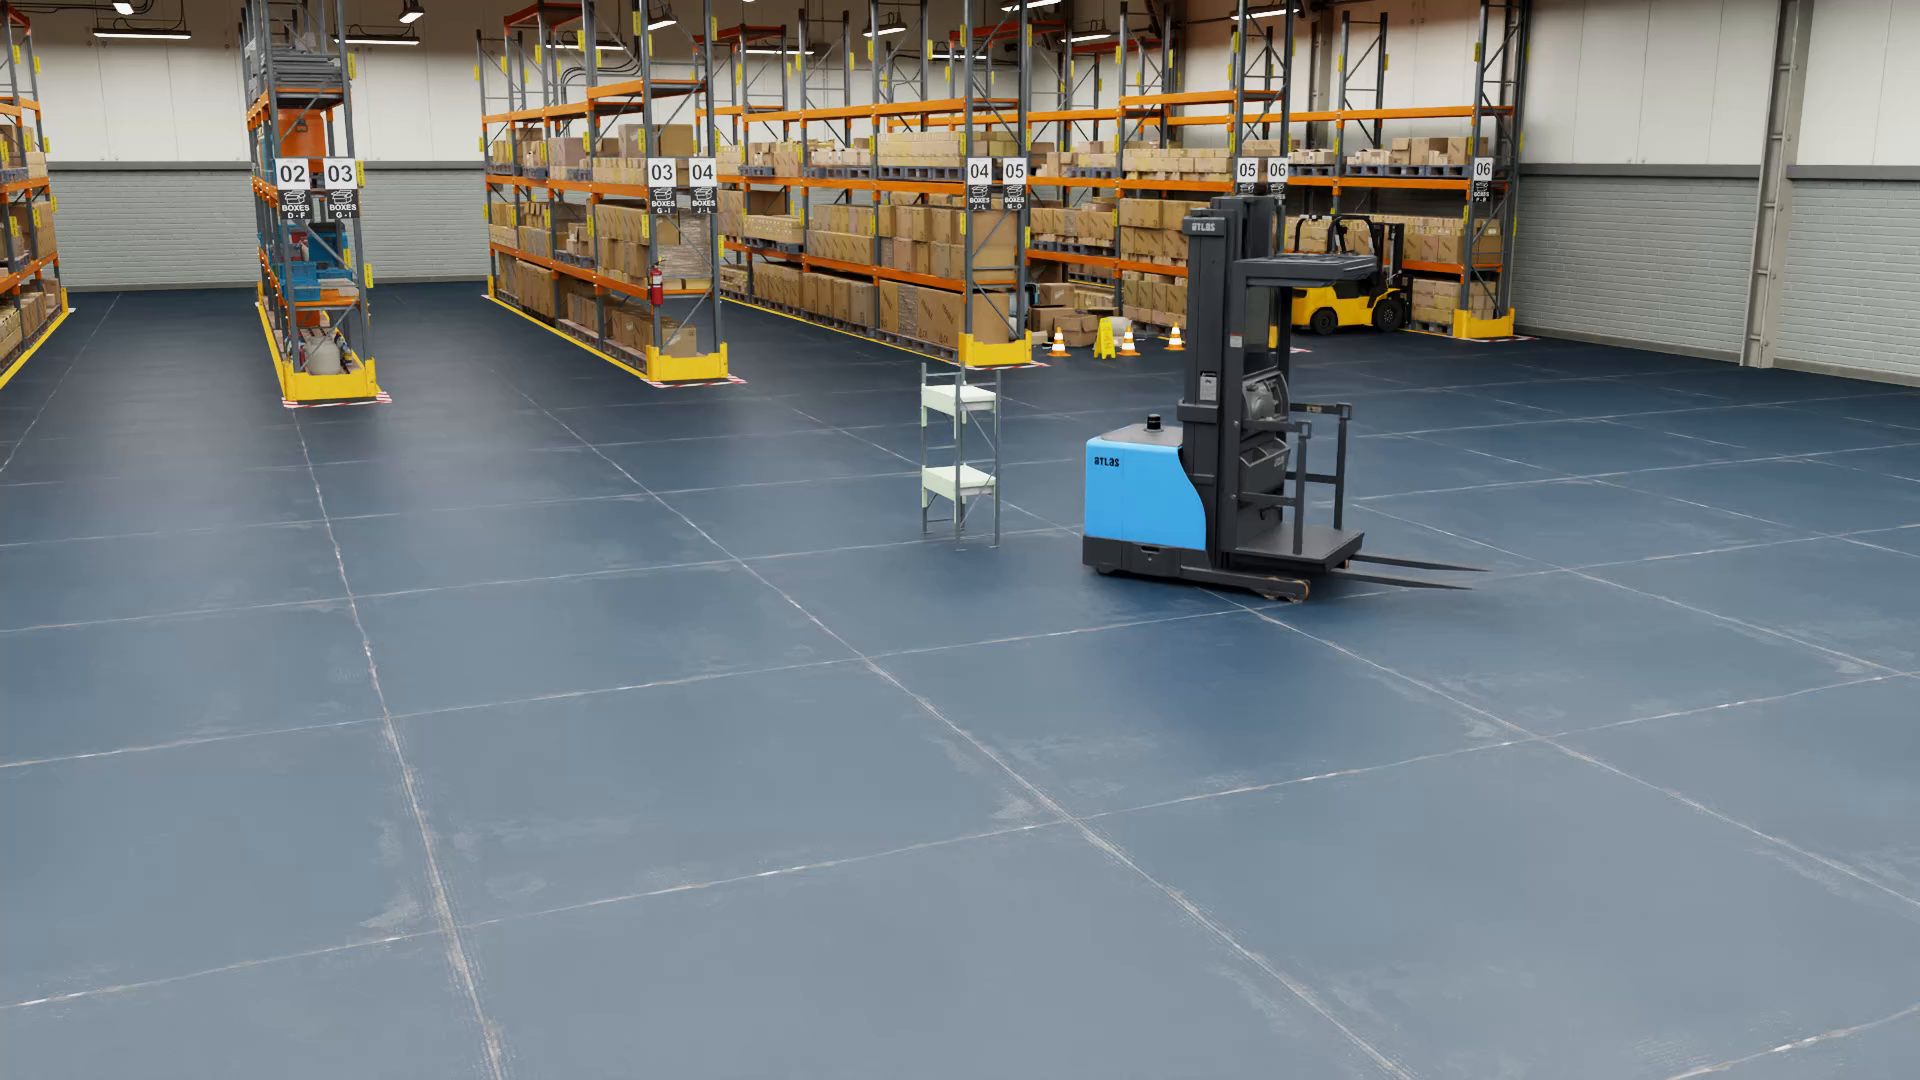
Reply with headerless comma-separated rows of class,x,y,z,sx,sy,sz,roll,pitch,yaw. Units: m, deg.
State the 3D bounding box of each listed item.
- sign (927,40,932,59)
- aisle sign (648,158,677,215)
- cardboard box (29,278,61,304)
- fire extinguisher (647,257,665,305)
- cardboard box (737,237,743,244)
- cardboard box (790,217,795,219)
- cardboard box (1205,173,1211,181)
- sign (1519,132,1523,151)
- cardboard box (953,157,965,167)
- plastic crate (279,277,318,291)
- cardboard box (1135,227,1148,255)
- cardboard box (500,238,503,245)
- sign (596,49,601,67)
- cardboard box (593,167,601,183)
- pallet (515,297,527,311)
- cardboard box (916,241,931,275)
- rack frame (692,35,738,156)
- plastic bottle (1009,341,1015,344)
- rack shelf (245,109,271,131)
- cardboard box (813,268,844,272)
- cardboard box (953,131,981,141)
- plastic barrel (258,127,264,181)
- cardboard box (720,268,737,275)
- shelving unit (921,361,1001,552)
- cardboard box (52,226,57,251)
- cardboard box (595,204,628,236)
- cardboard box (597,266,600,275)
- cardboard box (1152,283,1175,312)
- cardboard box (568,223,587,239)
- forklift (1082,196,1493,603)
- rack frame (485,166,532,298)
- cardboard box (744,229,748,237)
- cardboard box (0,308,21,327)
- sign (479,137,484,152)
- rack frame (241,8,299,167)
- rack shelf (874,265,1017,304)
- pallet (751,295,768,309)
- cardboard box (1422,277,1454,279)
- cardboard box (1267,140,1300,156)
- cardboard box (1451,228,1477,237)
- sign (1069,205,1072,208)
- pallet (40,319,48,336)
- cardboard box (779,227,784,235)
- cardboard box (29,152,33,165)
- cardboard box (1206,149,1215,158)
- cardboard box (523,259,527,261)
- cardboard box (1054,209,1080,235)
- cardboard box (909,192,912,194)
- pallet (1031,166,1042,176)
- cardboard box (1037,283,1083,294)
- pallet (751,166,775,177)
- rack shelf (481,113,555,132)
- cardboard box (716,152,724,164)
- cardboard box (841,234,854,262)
sign,-0.532,-8.619,29.231,0.100,0.325,0.005,-6,14,-23
aisle sign,-4.284,-5.092,23.954,0.394,0.787,0.004,-6,14,-23
cardboard box,-19.078,-5.184,34.683,0.500,0.500,0.500,-6,14,-23
fire extinguisher,-4.410,-3.763,24.146,0.296,0.674,0.183,-6,14,-23
cardboard box,-4.787,-6.731,37.356,0.380,0.149,0.250,-6,14,-24
cardboard box,-3.394,-6.809,35.445,0.380,0.149,0.250,-6,14,-25
cardboard box,4.442,-6.255,28.646,0.380,0.149,0.250,-5,14,-21
sign,10.104,-7.184,29.993,0.100,0.325,0.005,-6,14,-23
cardboard box,0.108,-5.923,26.061,0.380,0.149,0.250,-6,14,-23
plastic crate,-9.301,-3.557,23.415,0.499,0.251,0.408,-6,14,-23
cardboard box,3.588,-5.563,30.872,0.500,0.500,0.500,-6,14,-23
cardboard box,-9.986,-6.628,36.912,0.380,0.149,0.250,-6,14,-24
sign,-6.745,-8.986,30.991,0.100,0.325,0.005,-6,14,-23
cardboard box,-5.690,-5.964,27.167,0.500,0.250,0.500,-6,14,-25
pallet,-9.073,-5.150,36.155,1.003,0.211,1.213,-6,14,-23
cardboard box,-0.238,-4.783,28.050,0.875,0.550,0.500,-6,14,-23
rack frame,-5.858,-10.521,39.871,1.000,3.000,0.127,-6,14,-23
plastic bottle,0.974,-3.444,29.115,0.283,0.061,0.133,-12,18,-42
rack shelf,-14.180,-8.688,34.434,1.077,0.370,4.000,-6,14,-23
cardboard box,-2.707,-5.462,34.266,0.500,0.250,0.500,-6,14,-26
cardboard box,0.106,-6.312,25.975,0.380,0.149,0.250,-5,14,-22
plastic barrel,-11.646,-6.587,28.415,0.600,0.901,0.600,0,13,0
cardboard box,-5.414,-6.295,38.987,0.380,0.149,0.250,-5,14,-22
shelving unit,0.003,-0.729,14.195,0.431,1.500,0.755,-6,14,-23
cardboard box,-19.092,-6.258,34.535,0.500,0.500,0.500,-5,14,-21
cardboard box,-5.689,-5.257,27.332,0.500,0.500,0.500,-6,14,-23
cardboard box,-5.825,-4.498,27.709,0.380,0.149,0.250,-6,14,-23
cardboard box,3.865,-4.454,30.467,0.500,0.500,0.500,-5,14,-20
cardboard box,-6.985,-5.664,31.036,0.500,0.500,0.500,-8,15,-30
forklift,2.511,-1.098,12.616,3.031,2.935,1.130,7,15,29
rack frame,-10.443,-7.171,38.702,1.000,3.000,0.127,-6,14,-23
cardboard box,-4.519,-6.731,36.427,0.380,0.149,0.250,-6,14,-26
cardboard box,-15.881,-3.677,27.526,0.500,0.311,0.500,-5,14,-21
sign,-10.954,-9.048,38.045,0.100,0.325,0.005,-6,14,-23
rack frame,-13.379,-8.820,32.522,1.000,3.000,0.127,-6,14,-23
rack shelf,-0.250,-4.355,28.131,1.077,0.370,4.000,-6,14,-23
pallet,-3.942,-5.253,36.597,1.003,0.211,1.213,-6,14,-23
cardboard box,9.180,-4.886,31.776,0.500,0.250,0.500,-6,14,-23
cardboard box,6.863,-8.244,35.310,0.500,0.500,0.500,-5,14,-22
cardboard box,9.198,-5.621,30.343,0.380,0.149,0.250,-5,14,-22
sign,2.335,-6.990,35.527,0.100,0.325,0.005,-6,14,-23
pallet,-17.558,-3.928,30.872,1.003,0.211,1.213,-6,14,-23
cardboard box,-3.484,-6.343,34.089,0.380,0.149,0.250,-5,14,-22
cardboard box,-18.088,-7.309,31.868,0.500,0.250,0.500,-6,14,-23
cardboard box,4.453,-6.639,28.540,0.380,0.149,0.250,-6,14,-24
cardboard box,-9.032,-5.658,35.944,0.875,0.875,0.875,-6,14,-23
cardboard box,2.244,-6.482,33.910,0.500,0.500,0.500,-5,14,-22
cardboard box,-1.029,-8.606,41.023,0.380,0.149,0.250,-5,14,-22
pallet,1.535,-7.911,35.665,1.213,0.211,1.003,-5,14,-20
cardboard box,2.059,-5.220,35.169,0.950,0.372,0.625,-7,15,-27
pallet,-3.687,-7.791,35.143,1.213,0.211,1.003,-6,14,-23
rack shelf,-9.642,-9.135,36.367,1.077,0.370,4.000,-6,14,-23
cardboard box,-5.314,-8.798,38.305,0.500,0.250,0.500,-6,14,-25
cardboard box,-1.910,-5.460,31.088,0.500,0.500,0.500,-5,14,-22
